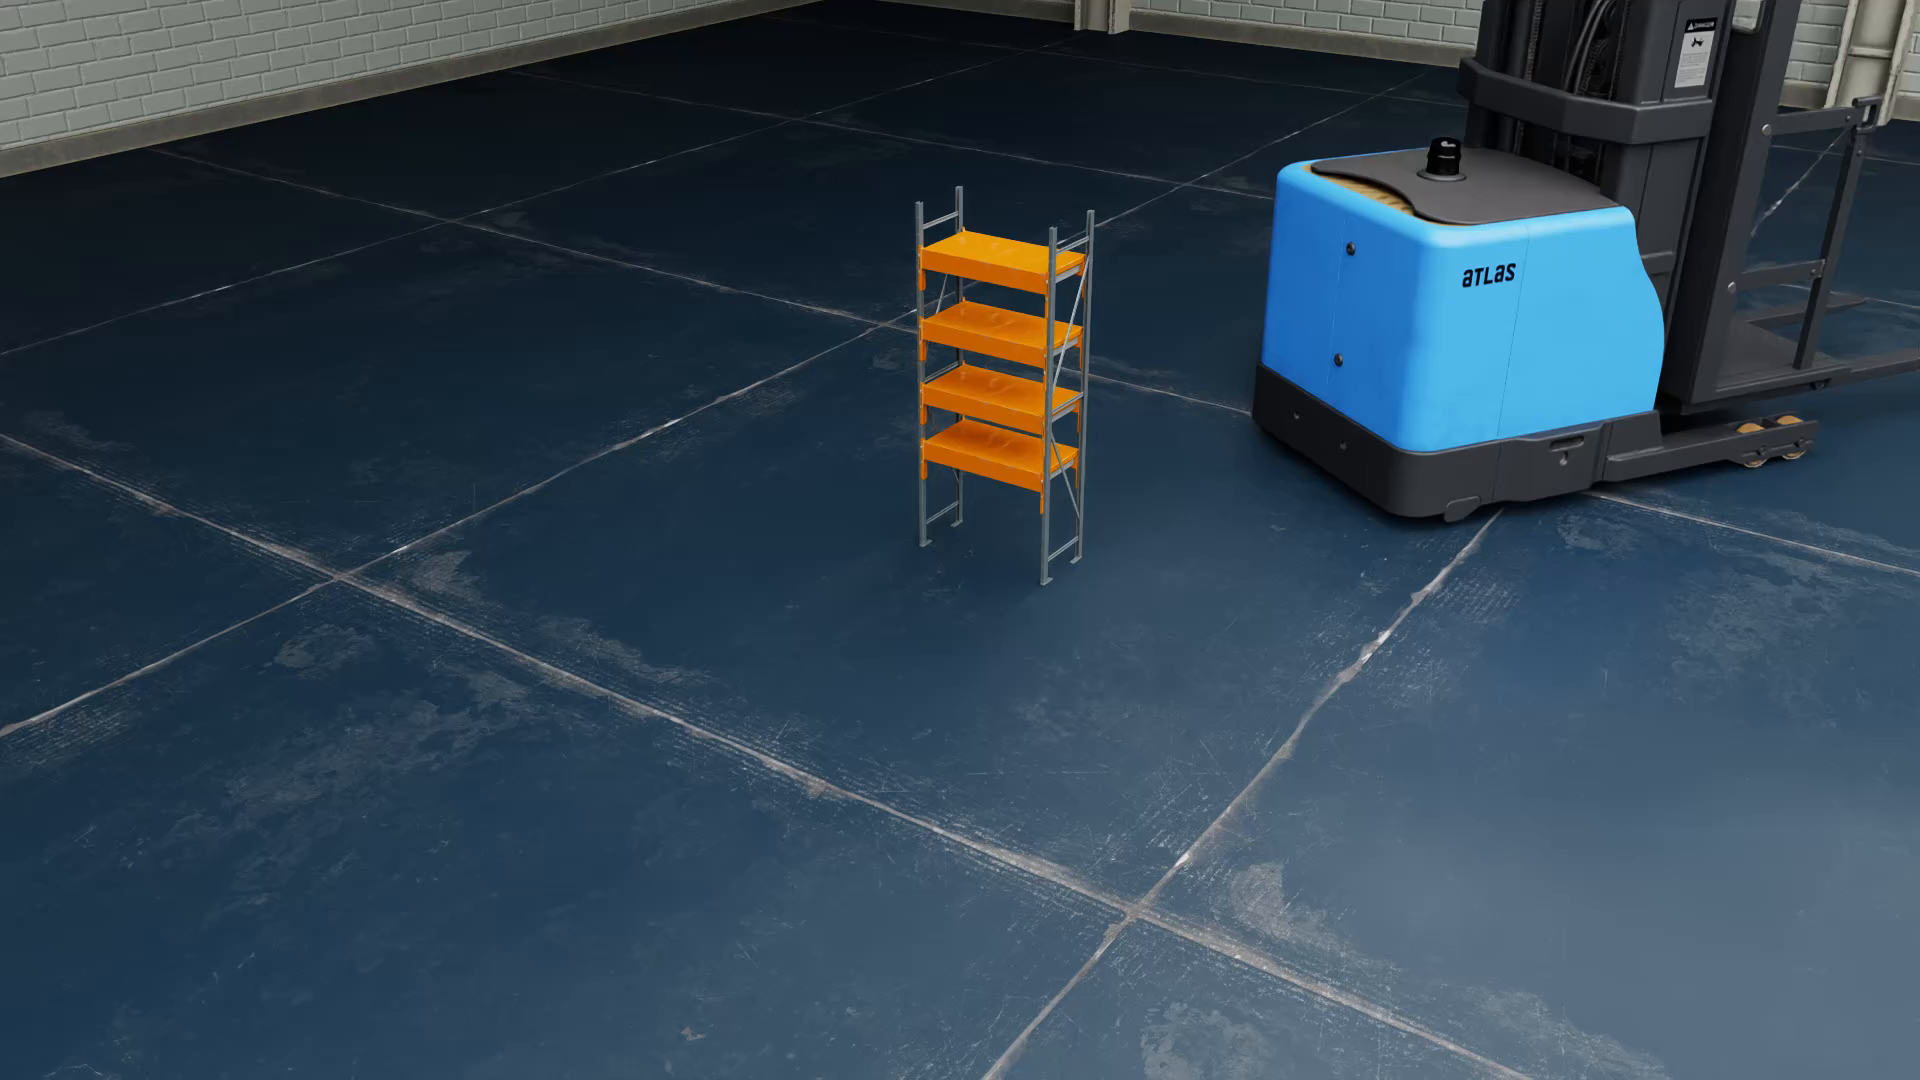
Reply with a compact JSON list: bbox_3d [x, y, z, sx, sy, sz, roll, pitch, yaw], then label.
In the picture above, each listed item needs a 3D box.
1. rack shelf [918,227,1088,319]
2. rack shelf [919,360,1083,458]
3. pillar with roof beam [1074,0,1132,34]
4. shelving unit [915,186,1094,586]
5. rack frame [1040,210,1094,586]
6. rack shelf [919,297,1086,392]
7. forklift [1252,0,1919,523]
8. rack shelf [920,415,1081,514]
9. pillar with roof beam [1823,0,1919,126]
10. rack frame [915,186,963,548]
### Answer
[{"bbox_3d":[0.136,-0.842,5.216,0.480,0.148,0.258,17,32,30],"label":"rack shelf"},{"bbox_3d":[0.136,-0.432,5.425,0.480,0.148,0.258,17,32,30],"label":"rack shelf"},{"bbox_3d":[-1.199,-6.854,9.296,0.400,9.000,9.100,17,32,30],"label":"pillar with roof beam"},{"bbox_3d":[0.136,-0.492,5.394,0.503,1.200,0.258,17,32,30],"label":"shelving unit"},{"bbox_3d":[0.338,-0.430,5.271,0.015,1.200,0.240,17,32,30],"label":"rack frame"},{"bbox_3d":[0.136,-0.632,5.323,0.480,0.148,0.258,17,32,30],"label":"rack shelf"},{"bbox_3d":[2.714,-1.787,6.031,3.031,2.935,1.130,-11,29,-20],"label":"forklift"},{"bbox_3d":[0.136,-0.255,5.515,0.480,0.148,0.258,17,32,30],"label":"rack shelf"},{"bbox_3d":[3.747,-5.313,6.268,0.400,9.000,9.100,17,32,30],"label":"pillar with roof beam"},{"bbox_3d":[-0.065,-0.555,5.517,0.015,1.200,0.240,17,32,30],"label":"rack frame"}]
